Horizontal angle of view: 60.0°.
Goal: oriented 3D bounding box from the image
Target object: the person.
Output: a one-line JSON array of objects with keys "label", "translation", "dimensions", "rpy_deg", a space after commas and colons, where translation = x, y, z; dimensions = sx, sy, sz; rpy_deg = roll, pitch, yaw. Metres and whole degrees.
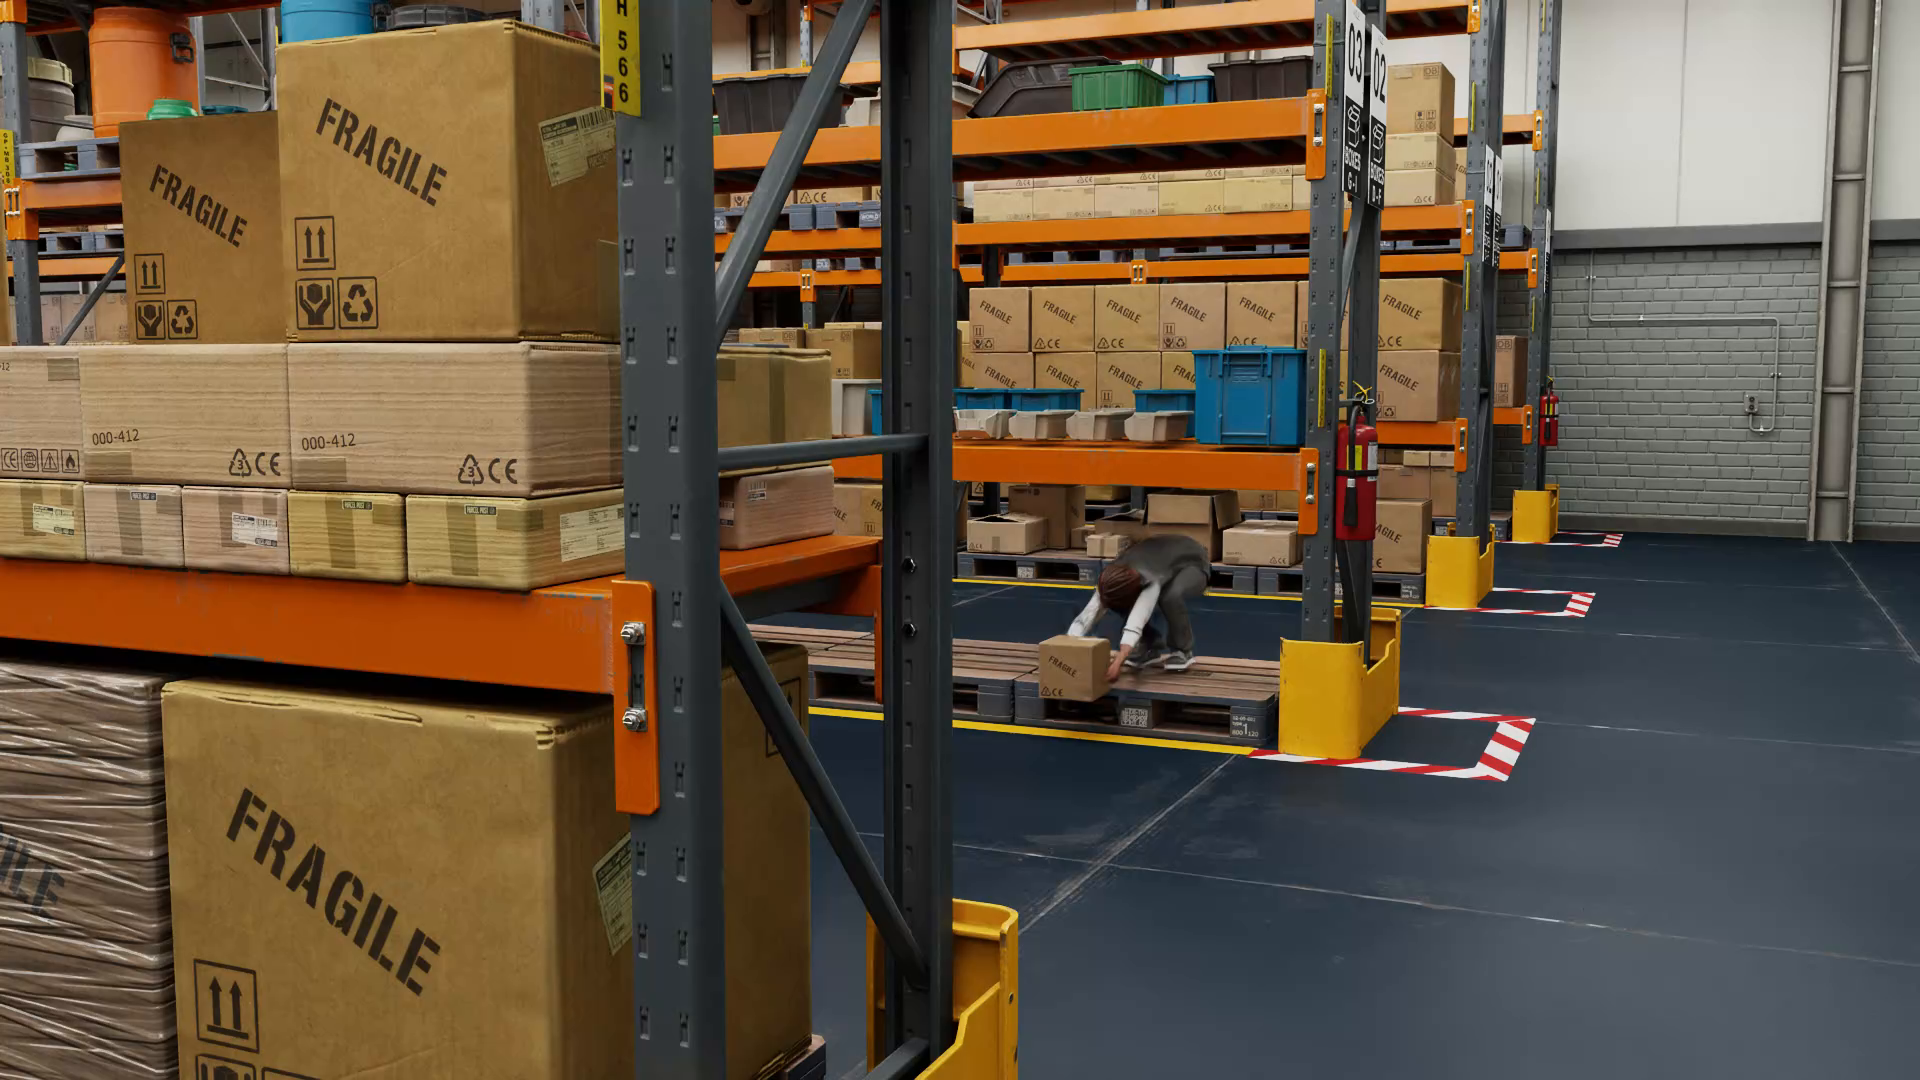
[{"label": "person", "translation": [0.845, 0.323, 7.900], "dimensions": [0.406, 0.645, 1.127], "rpy_deg": [4, 7, 34]}]
